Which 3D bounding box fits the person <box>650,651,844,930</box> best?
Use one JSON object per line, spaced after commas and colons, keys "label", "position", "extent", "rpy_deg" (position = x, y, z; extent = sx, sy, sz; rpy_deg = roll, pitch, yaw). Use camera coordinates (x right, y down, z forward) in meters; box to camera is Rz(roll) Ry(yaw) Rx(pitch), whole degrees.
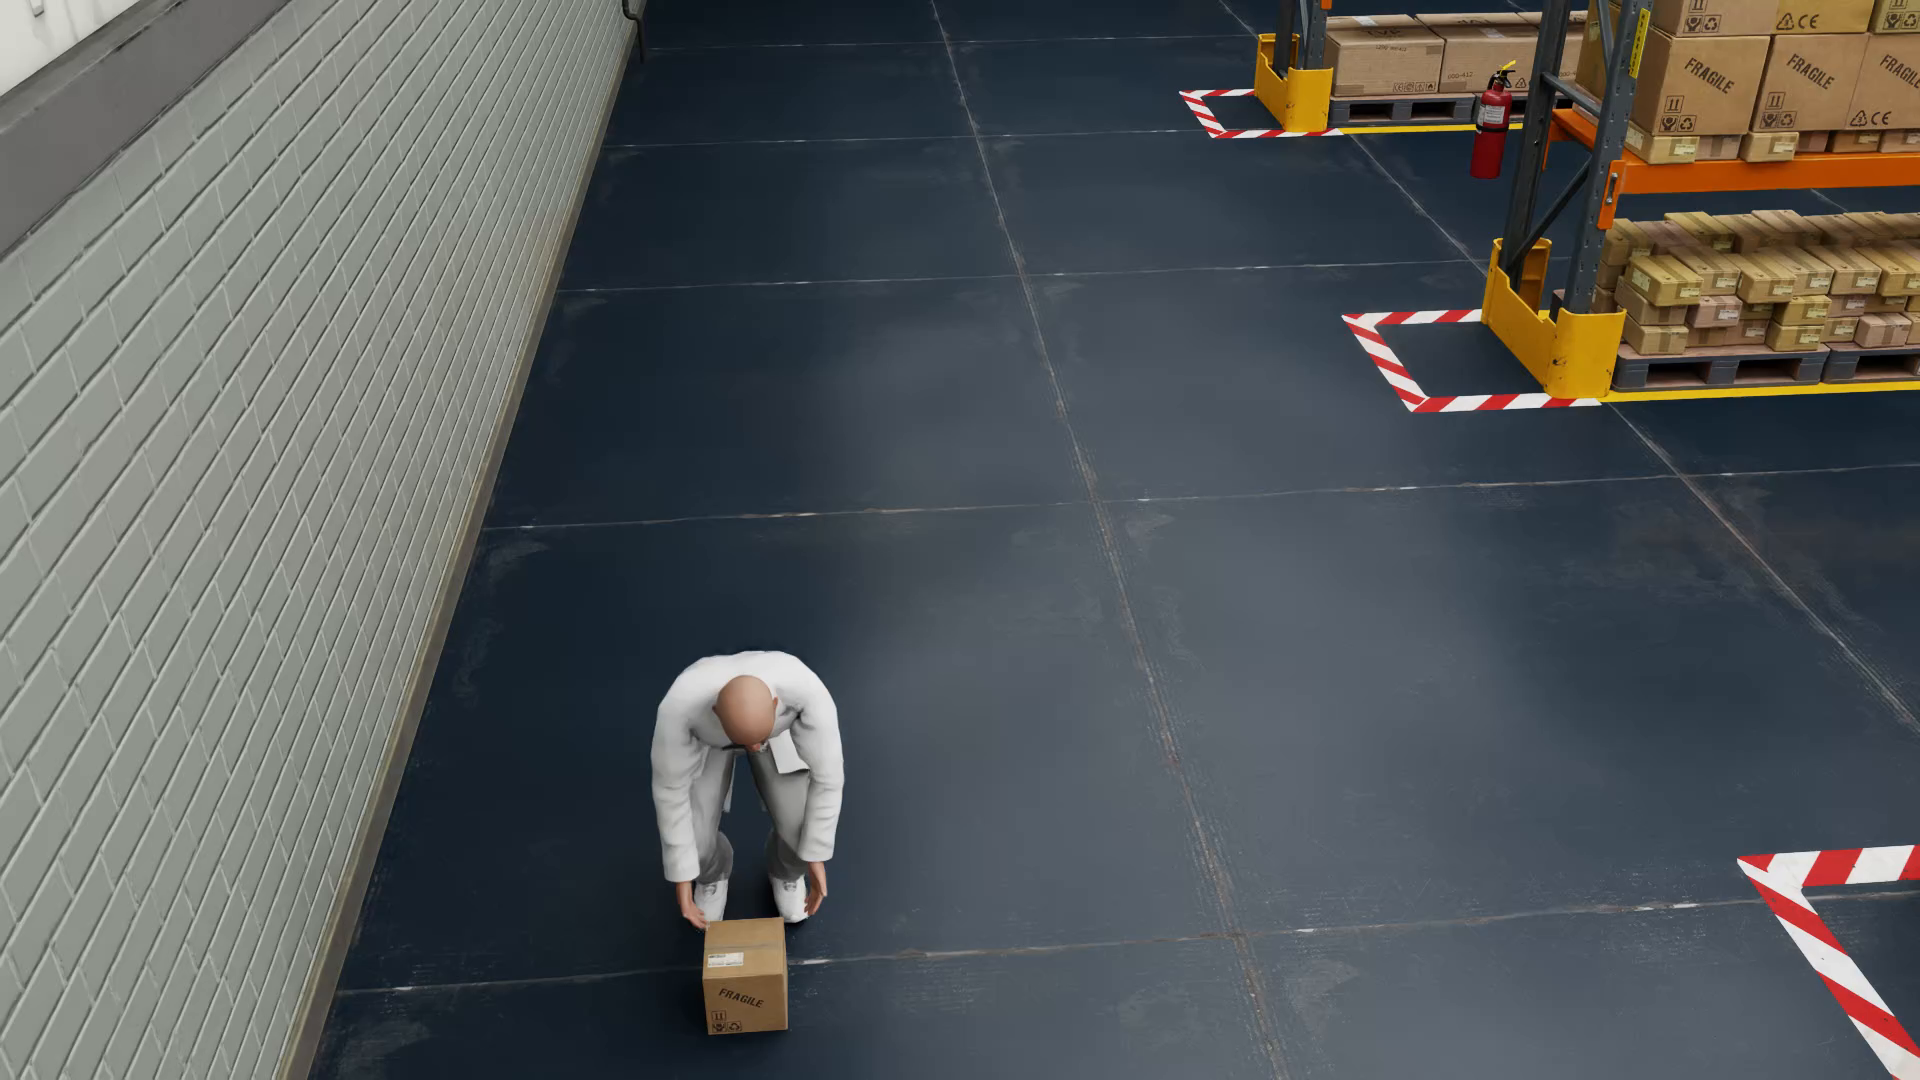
{"label": "person", "position": [-0.693, 0.775, 5.444], "extent": [0.625, 1.165, 0.830], "rpy_deg": [-3, 31, -5]}
